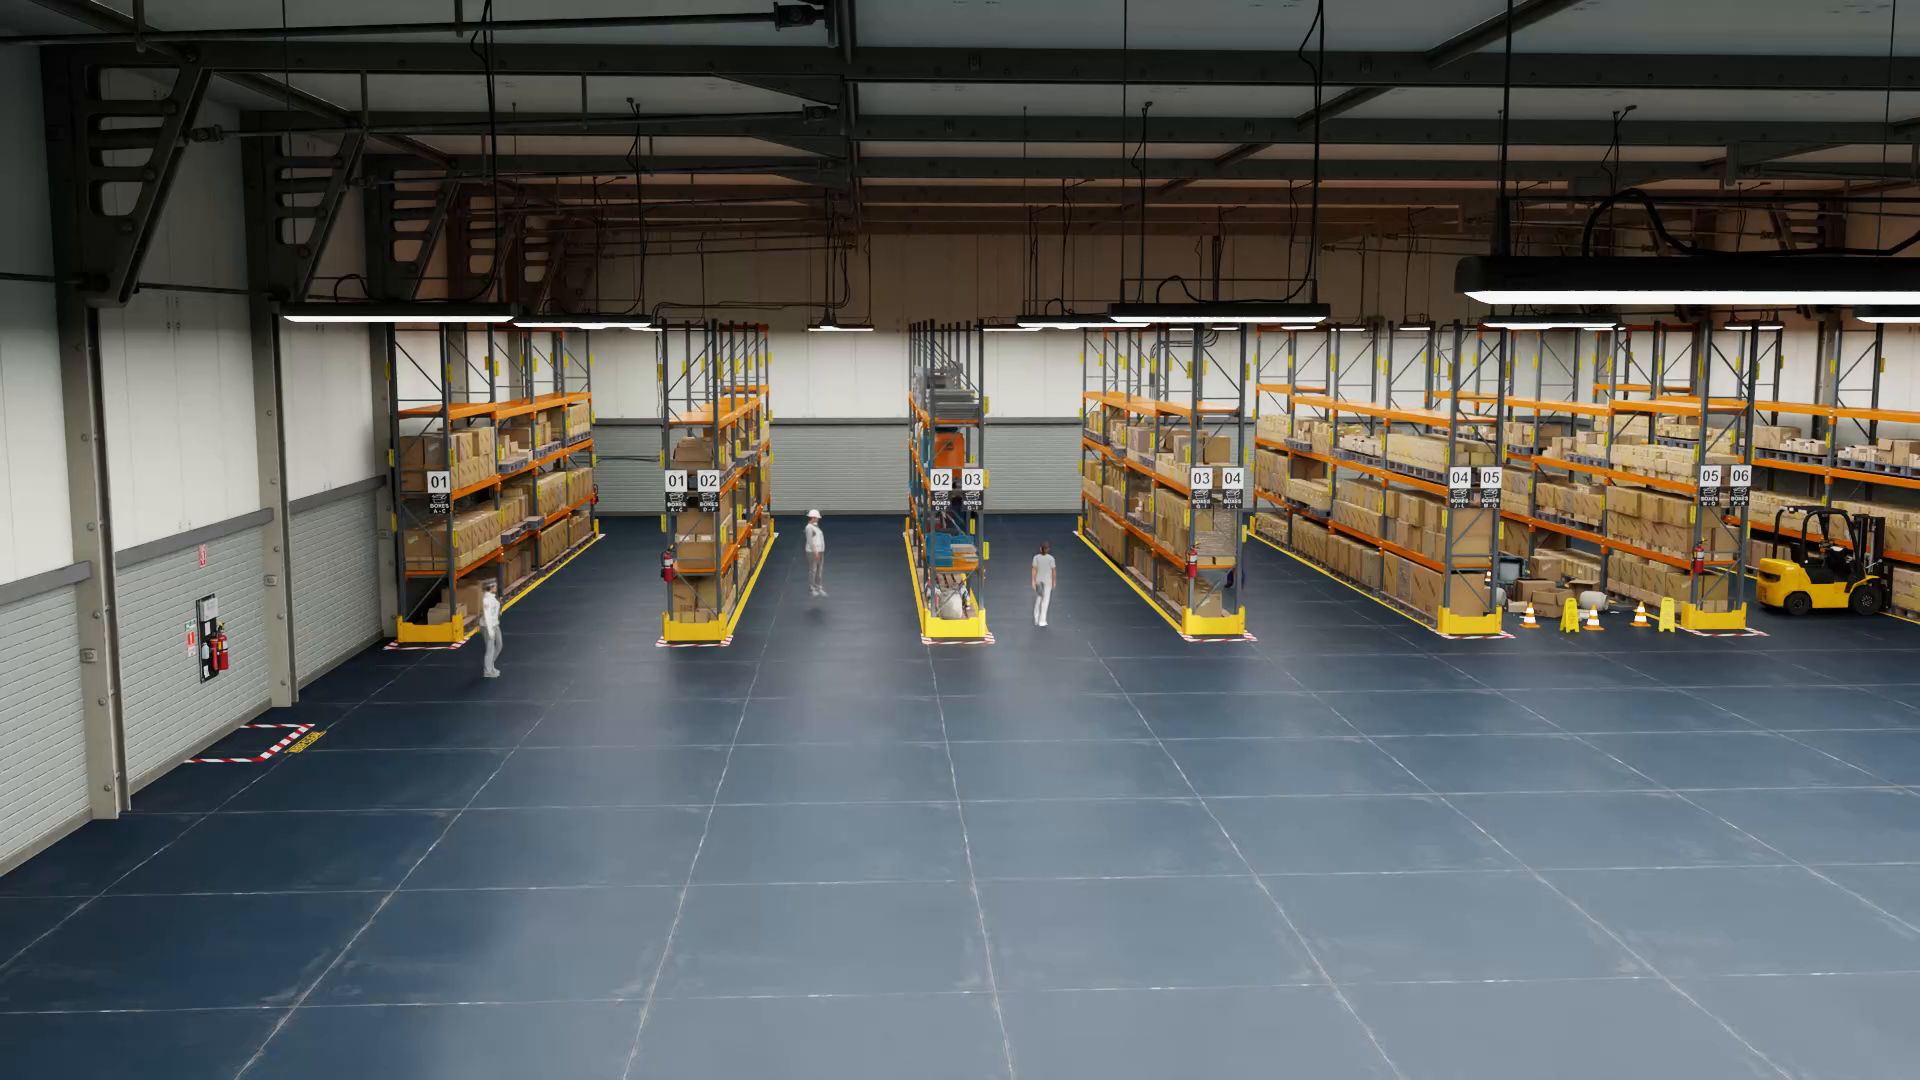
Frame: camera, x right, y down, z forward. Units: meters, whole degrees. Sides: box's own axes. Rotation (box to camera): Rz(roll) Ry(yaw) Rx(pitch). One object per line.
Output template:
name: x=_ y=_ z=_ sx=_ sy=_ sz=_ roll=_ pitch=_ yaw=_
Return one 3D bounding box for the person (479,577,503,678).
person: x=-7.900 y=1.464 z=27.894 sx=0.388 sy=1.681 sz=0.590 roll=0 pitch=7 yaw=4

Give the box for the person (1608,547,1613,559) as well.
person: x=16.216 y=-0.304 z=41.791 sx=0.459 sy=1.772 sz=0.590 roll=2 pitch=7 yaw=19

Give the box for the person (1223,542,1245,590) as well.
person: x=6.222 y=0.287 z=37.570 sx=0.531 sy=1.684 sz=0.367 roll=7 pitch=10 yaw=43

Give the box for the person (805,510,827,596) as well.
person: x=-3.023 y=0.277 z=34.764 sx=0.512 sy=1.825 sz=0.589 roll=4 pitch=8 yaw=30

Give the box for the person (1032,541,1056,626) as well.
person: x=1.669 y=0.857 z=32.691 sx=0.437 sy=1.694 sz=0.438 roll=4 pitch=8 yaw=27
